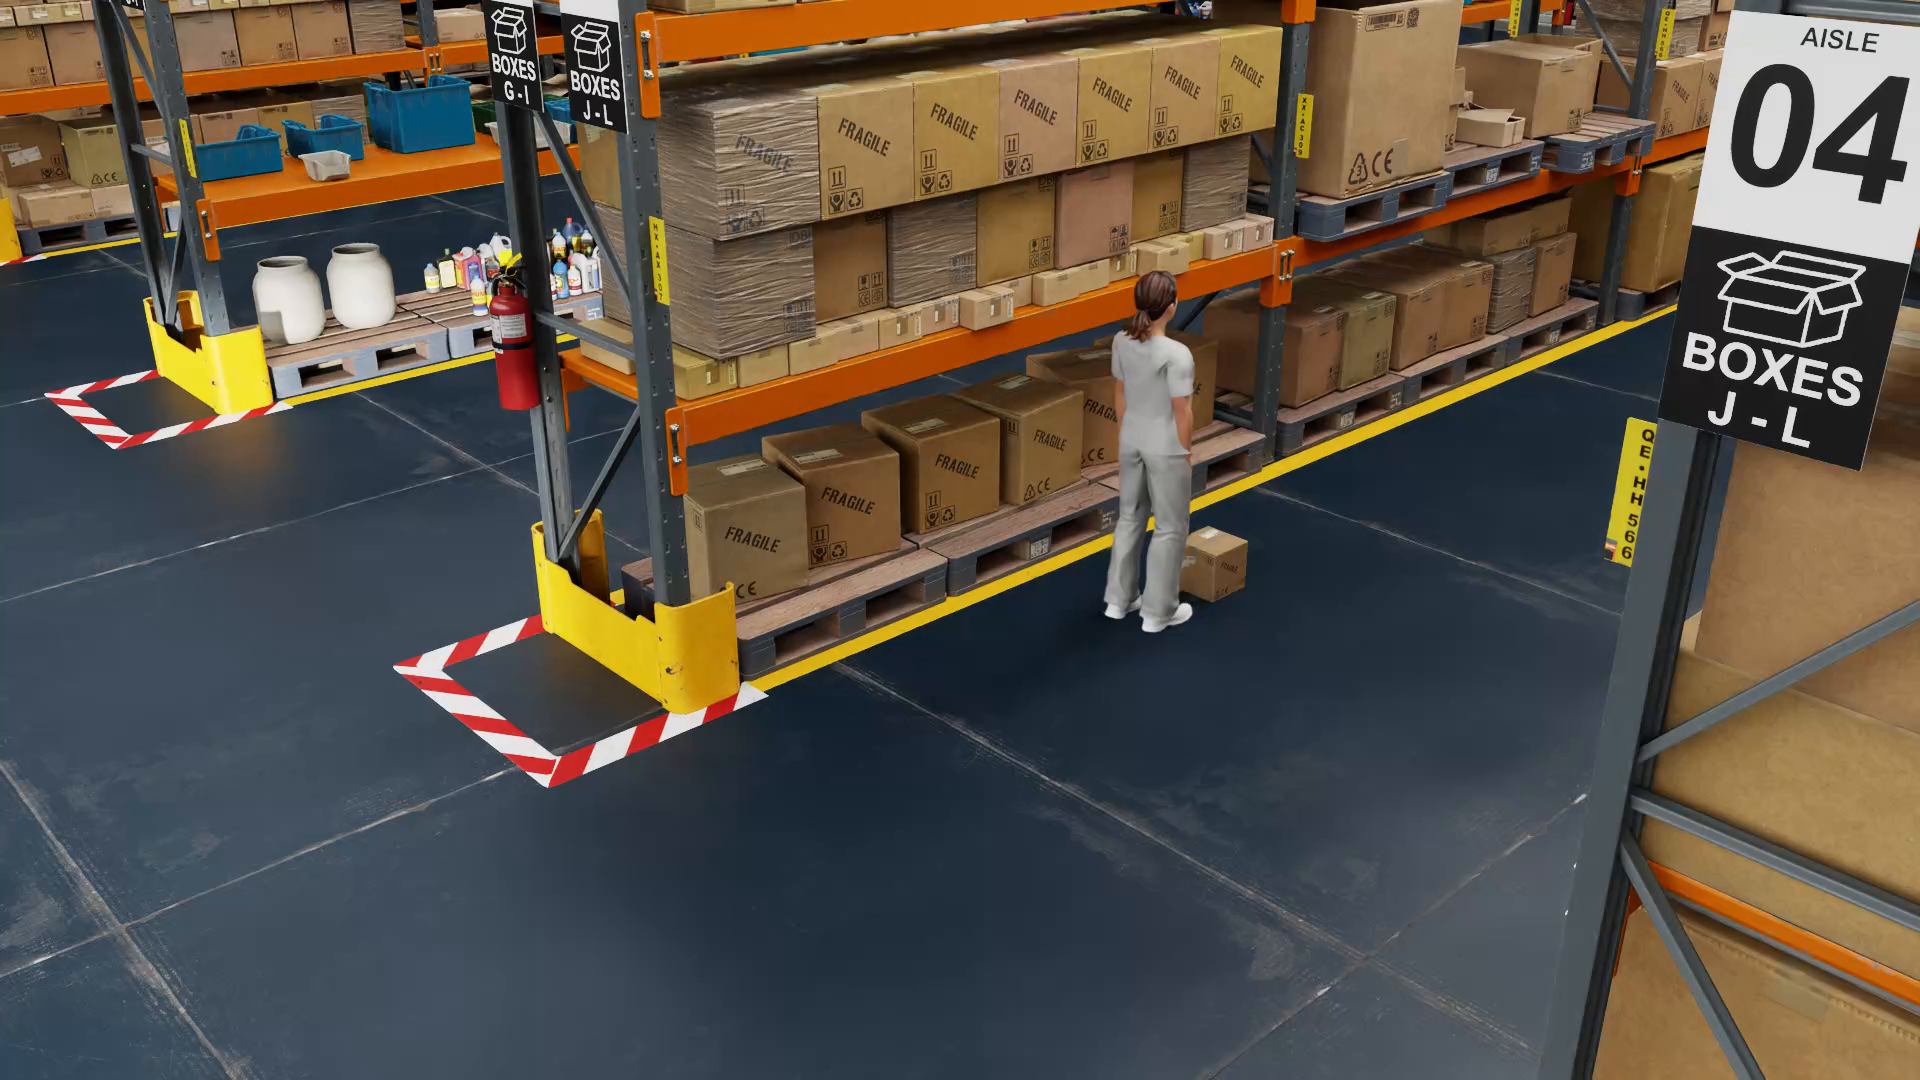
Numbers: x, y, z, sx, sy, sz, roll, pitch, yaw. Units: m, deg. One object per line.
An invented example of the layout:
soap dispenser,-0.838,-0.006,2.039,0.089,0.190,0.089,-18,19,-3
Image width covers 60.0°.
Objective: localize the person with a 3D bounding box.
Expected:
person,0.862,-0.386,7.491,0.374,1.689,0.437,-21,32,-38
